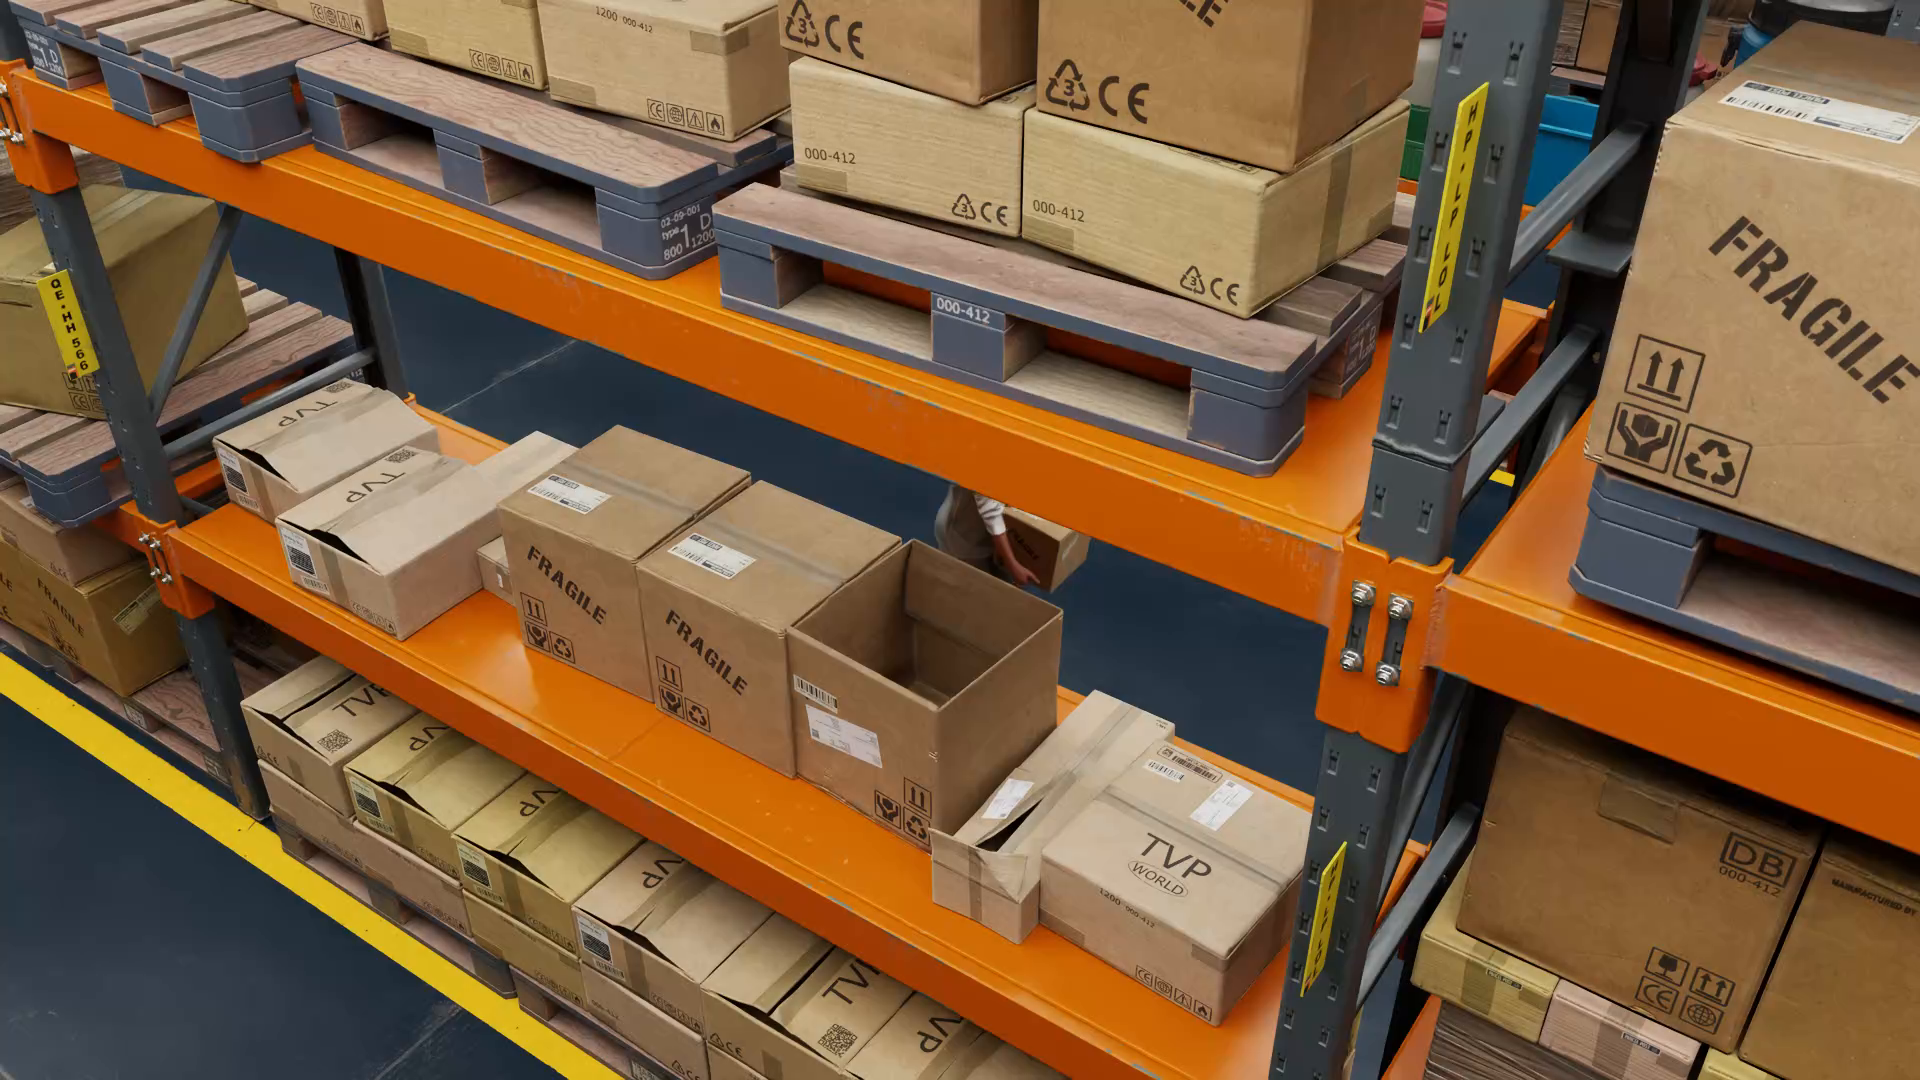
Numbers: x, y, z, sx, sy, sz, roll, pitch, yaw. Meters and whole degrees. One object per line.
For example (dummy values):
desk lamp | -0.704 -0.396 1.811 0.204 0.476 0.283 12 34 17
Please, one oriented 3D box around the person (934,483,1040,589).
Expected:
person | 0.155 0.024 6.125 0.505 1.598 0.374 21 40 28
